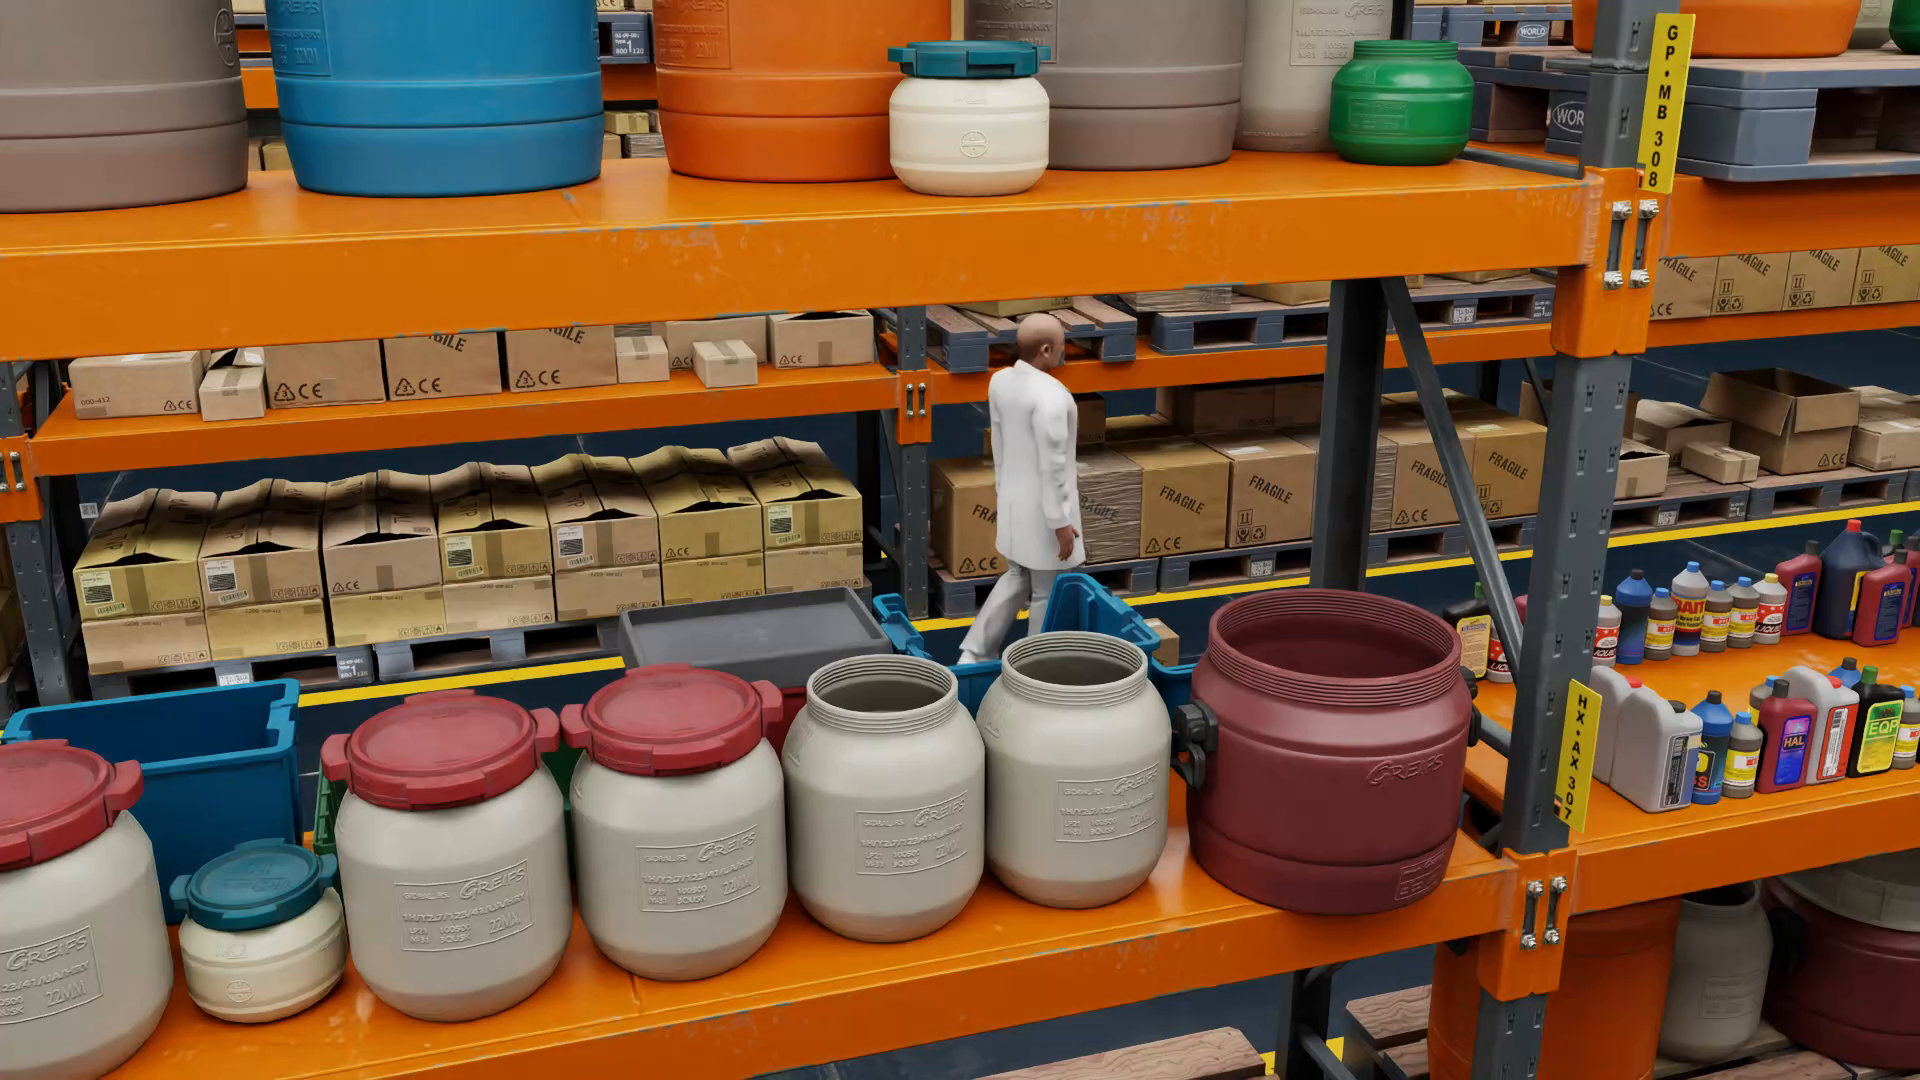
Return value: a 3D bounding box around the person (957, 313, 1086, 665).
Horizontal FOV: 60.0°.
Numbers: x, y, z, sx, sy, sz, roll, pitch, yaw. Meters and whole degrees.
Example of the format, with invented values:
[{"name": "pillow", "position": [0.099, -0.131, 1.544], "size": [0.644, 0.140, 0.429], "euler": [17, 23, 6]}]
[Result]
[{"name": "person", "position": [0.313, -0.132, 7.426], "size": [0.670, 1.780, 0.610], "euler": [-11, 22, -29]}]
